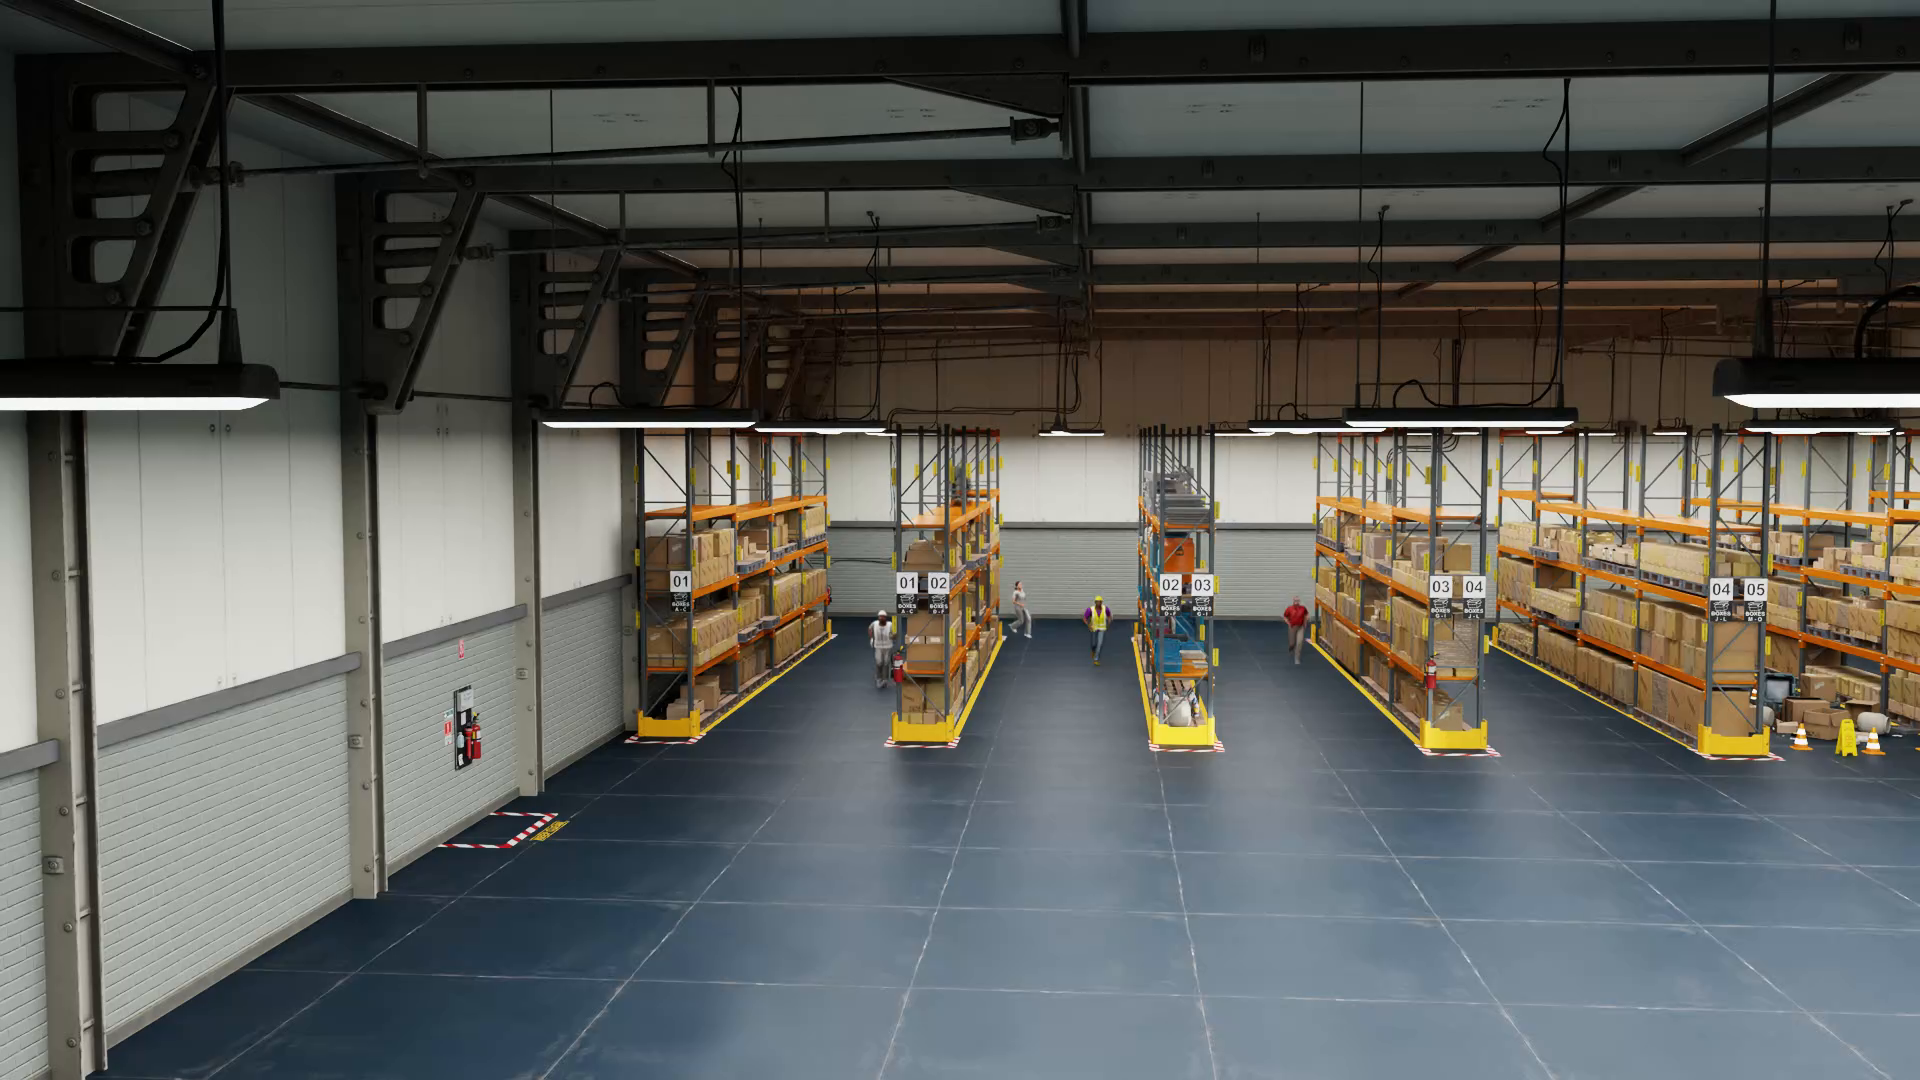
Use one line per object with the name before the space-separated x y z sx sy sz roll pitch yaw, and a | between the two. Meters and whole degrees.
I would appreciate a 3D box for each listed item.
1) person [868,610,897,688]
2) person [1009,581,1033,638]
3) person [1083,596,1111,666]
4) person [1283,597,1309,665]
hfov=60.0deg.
person | -1.781 2.521 38.303 0.676 1.813 0.794 0 3 -1
person | 1.706 2.005 48.063 0.801 1.656 0.604 3 5 43
person | 3.498 2.290 42.310 0.727 1.750 0.871 0 3 -2
person | 8.606 2.308 42.576 0.673 1.732 0.815 0 3 3
